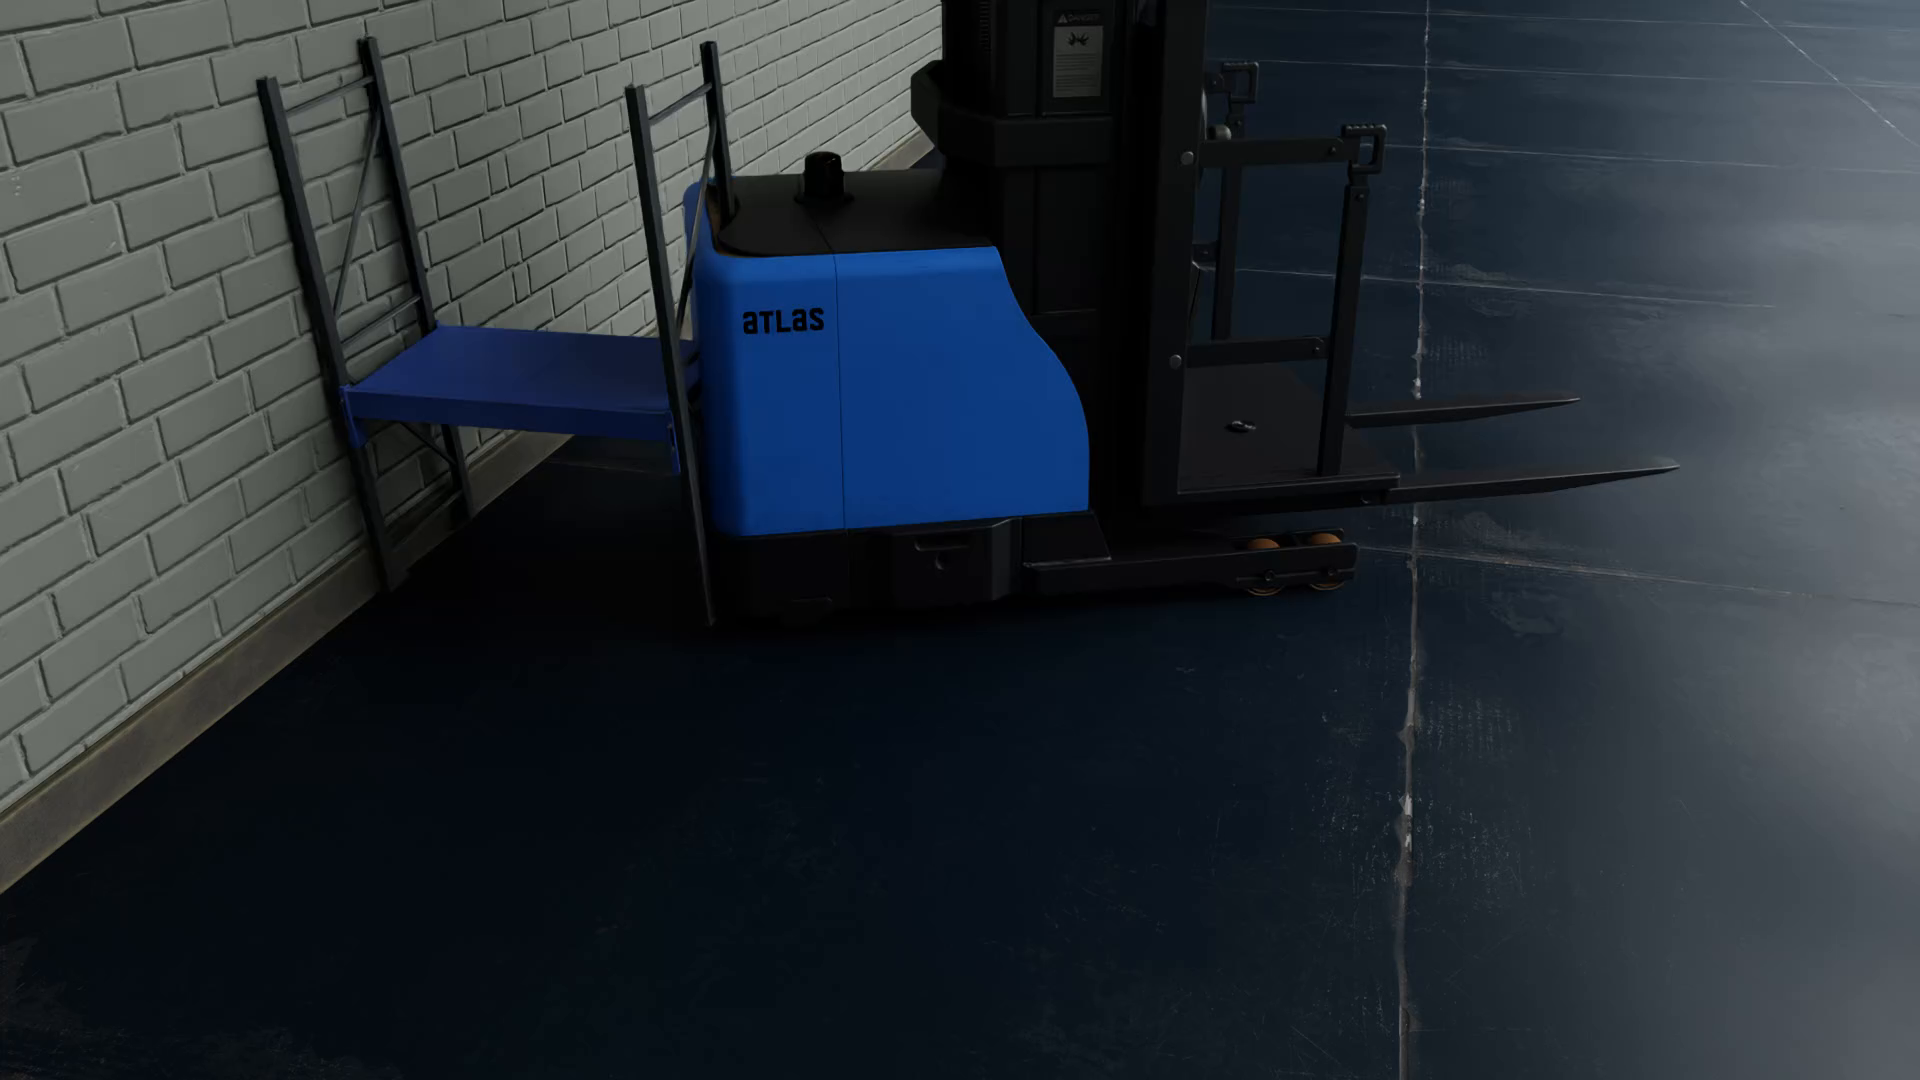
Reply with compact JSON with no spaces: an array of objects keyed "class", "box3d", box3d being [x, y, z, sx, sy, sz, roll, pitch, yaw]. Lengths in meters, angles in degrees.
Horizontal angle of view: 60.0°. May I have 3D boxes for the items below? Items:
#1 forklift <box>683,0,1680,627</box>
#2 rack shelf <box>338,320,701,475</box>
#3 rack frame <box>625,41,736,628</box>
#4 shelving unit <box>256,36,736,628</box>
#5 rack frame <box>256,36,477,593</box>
[{"class":"forklift","box3d":[0.715,-1.376,4.731,3.031,2.935,1.130,-5,26,-9]},{"class":"rack shelf","box3d":[-1.164,-0.418,4.720,1.000,0.185,0.538,5,30,14]},{"class":"rack frame","box3d":[-0.682,-0.532,4.506,0.032,1.500,0.500,5,30,14]},{"class":"shelving unit","box3d":[-1.172,-0.576,4.633,1.048,1.500,0.538,5,30,14]},{"class":"rack frame","box3d":[-1.662,-0.620,4.760,0.032,1.500,0.500,5,30,14]}]
